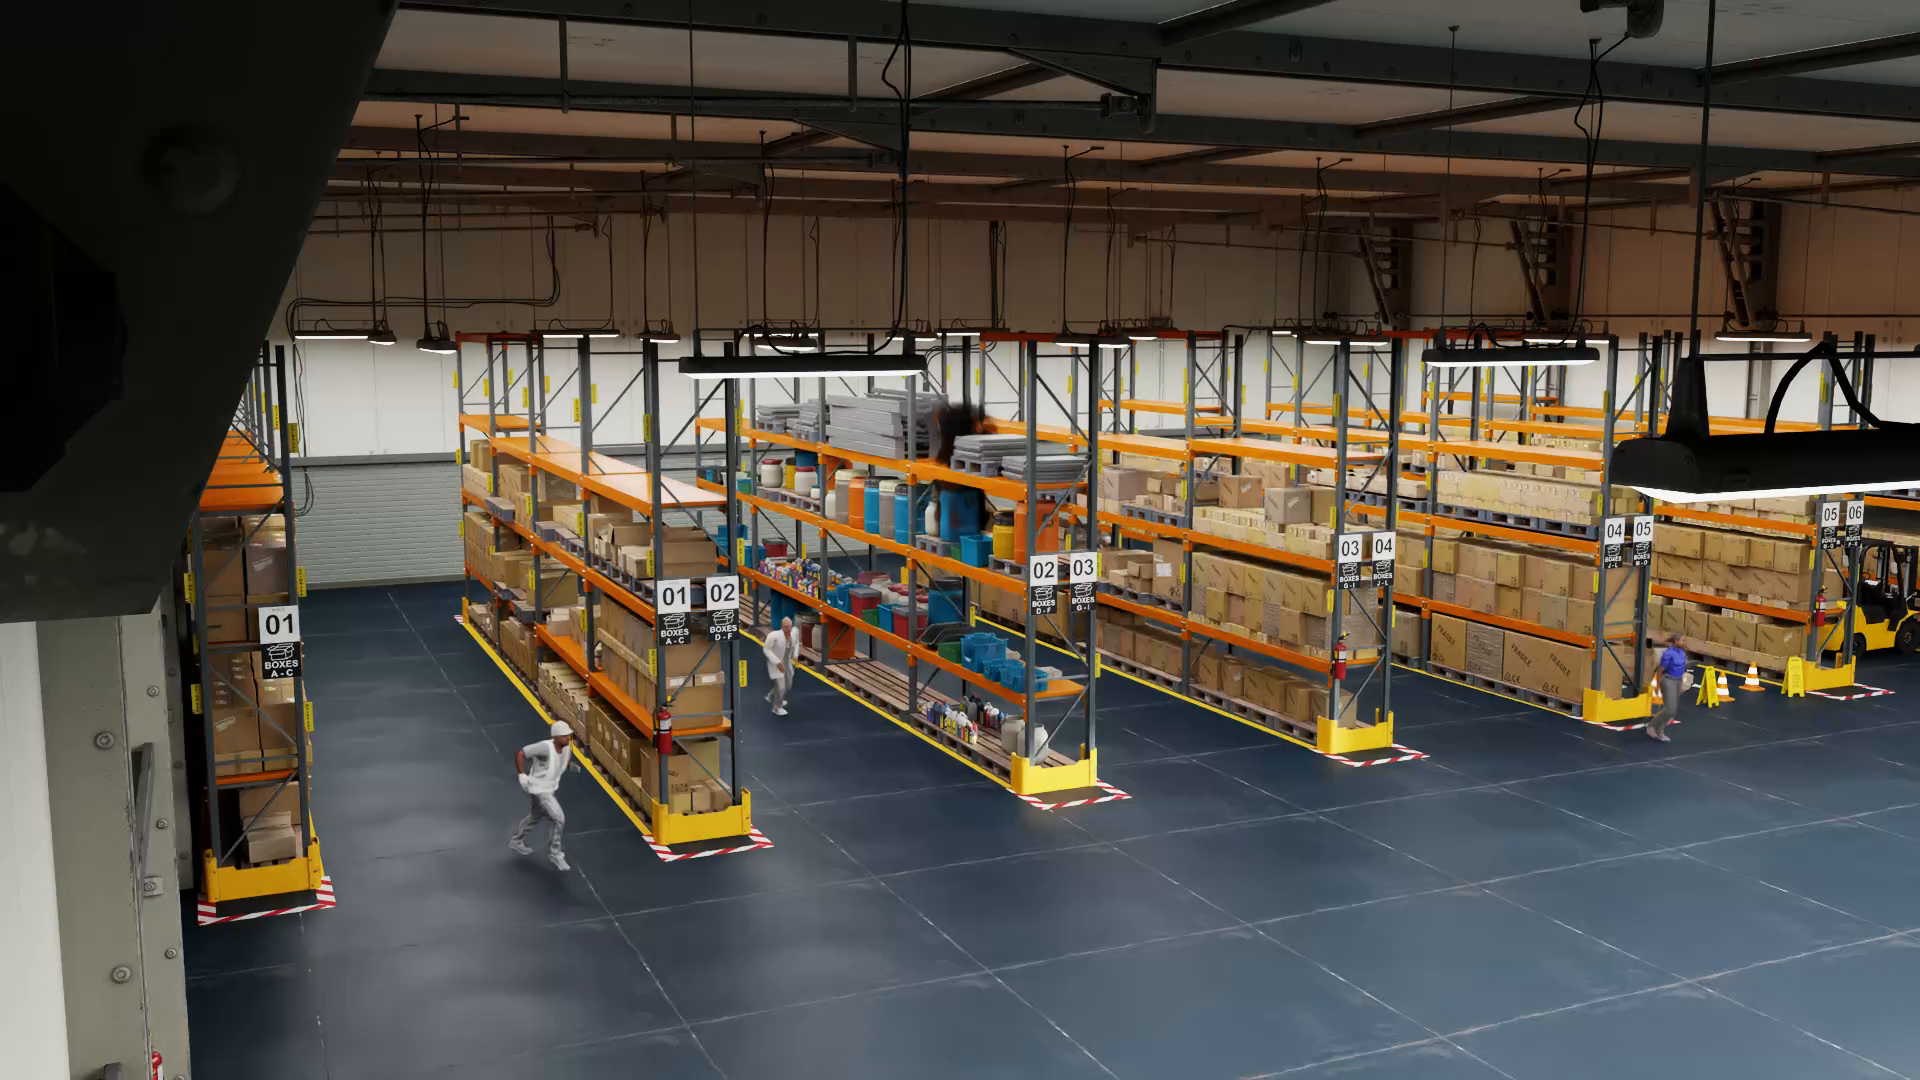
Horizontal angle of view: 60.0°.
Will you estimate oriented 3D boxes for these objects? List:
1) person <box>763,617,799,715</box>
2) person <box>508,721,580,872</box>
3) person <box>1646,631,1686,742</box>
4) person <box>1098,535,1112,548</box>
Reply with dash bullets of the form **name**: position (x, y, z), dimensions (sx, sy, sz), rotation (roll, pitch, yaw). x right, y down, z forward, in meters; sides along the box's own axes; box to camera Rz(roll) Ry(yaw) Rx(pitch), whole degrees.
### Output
- **person**: position (-2.884, 2.033, 26.421), dimensions (0.677, 1.514, 0.880), rotation (-7, 11, -44)
- **person**: position (-4.834, 2.922, 19.160), dimensions (0.972, 1.758, 0.726), rotation (3, 8, 21)
- **person**: position (10.538, 2.186, 24.799), dimensions (0.587, 1.675, 0.446), rotation (-7, 10, -40)
- **person**: position (2.972, 0.672, 36.360), dimensions (0.631, 1.628, 1.003), rotation (-7, 11, -44)
